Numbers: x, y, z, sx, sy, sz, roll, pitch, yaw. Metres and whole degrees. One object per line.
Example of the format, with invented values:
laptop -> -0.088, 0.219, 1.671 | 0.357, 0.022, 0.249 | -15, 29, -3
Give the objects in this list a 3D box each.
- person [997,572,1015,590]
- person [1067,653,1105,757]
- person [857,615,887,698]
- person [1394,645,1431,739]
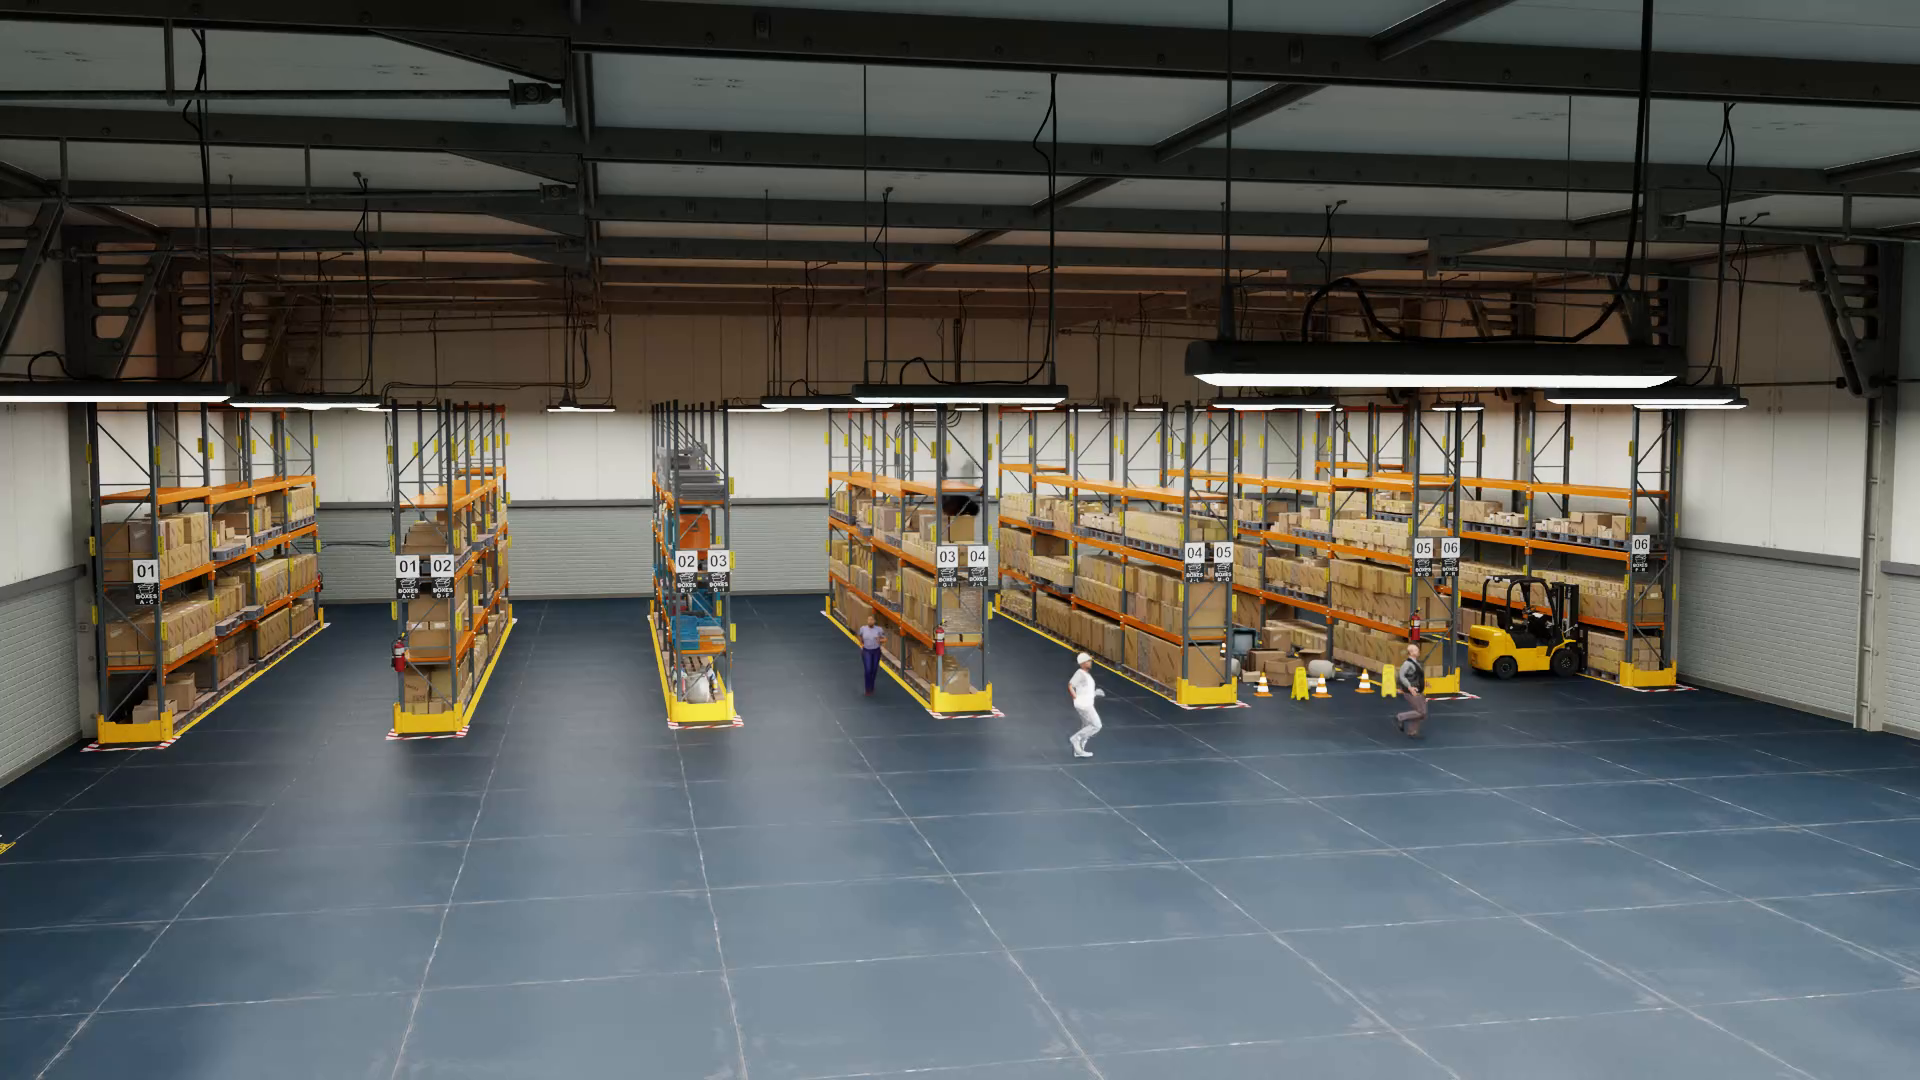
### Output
person -> 1.421, 1.102, 49.652 | 0.608, 1.735, 0.706 | -1, 5, -19
person -> 2.120, 2.760, 27.750 | 0.590, 1.744, 0.692 | 1, 4, 10
person -> -1.787, 2.458, 33.926 | 0.574, 1.536, 0.754 | -1, 4, -11
person -> 8.010, 2.683, 29.389 | 0.573, 1.676, 0.673 | 3, 5, 33
